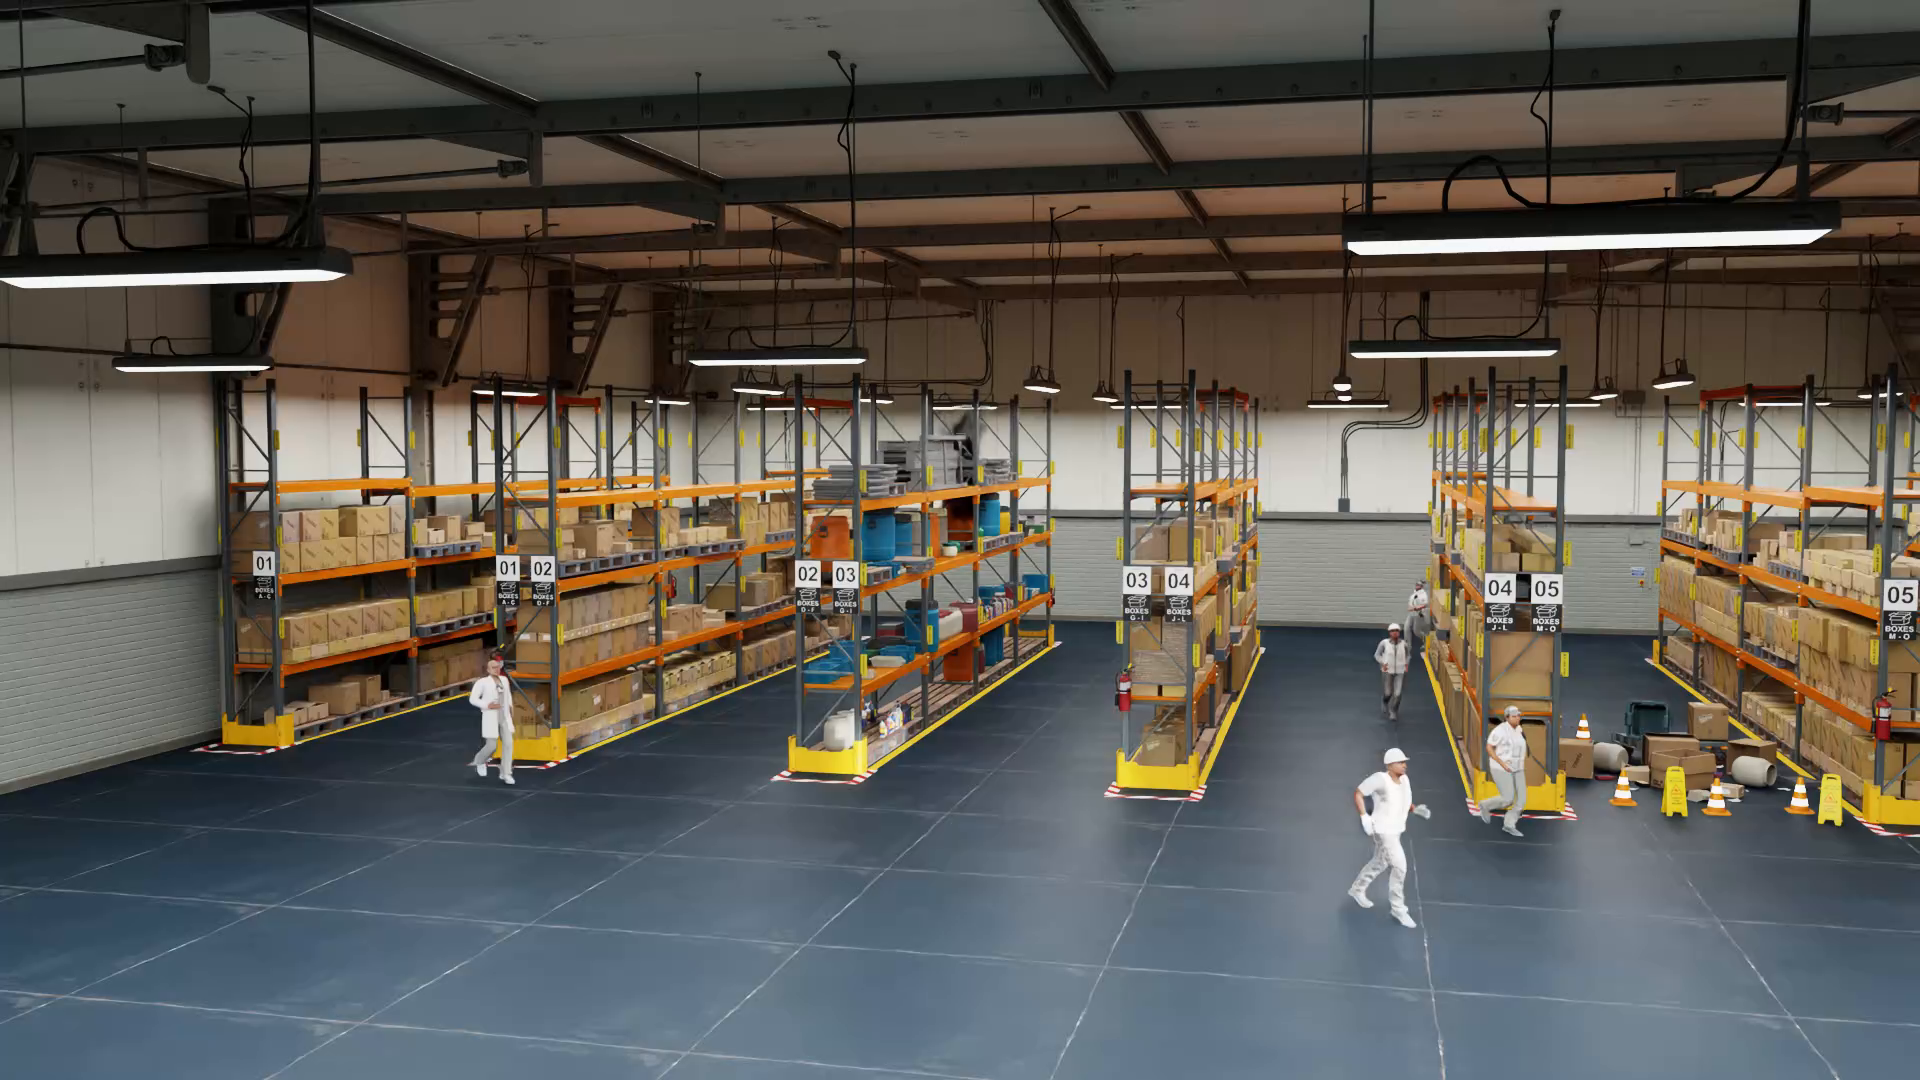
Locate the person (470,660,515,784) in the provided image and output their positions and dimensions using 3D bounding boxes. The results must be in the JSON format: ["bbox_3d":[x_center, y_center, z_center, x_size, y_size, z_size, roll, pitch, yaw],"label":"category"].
[{"bbox_3d":[-6.830,2.758,24.387,0.723,1.581,0.907,-3,5,-43],"label":"person"}]

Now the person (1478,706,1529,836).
[{"bbox_3d":[6.945,2.929,21.248,0.621,1.657,0.597,-3,4,-37],"label":"person"}]

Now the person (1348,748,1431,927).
[{"bbox_3d":[4.465,3.076,17.424,0.918,1.828,0.599,3,5,42],"label":"person"}]

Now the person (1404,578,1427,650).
[{"bbox_3d":[10.803,1.789,39.166,0.812,1.784,0.680,-1,4,-14],"label":"person"}]

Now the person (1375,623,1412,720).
[{"bbox_3d":[7.765,2.350,29.783,0.647,1.727,0.580,0,3,4],"label":"person"}]
